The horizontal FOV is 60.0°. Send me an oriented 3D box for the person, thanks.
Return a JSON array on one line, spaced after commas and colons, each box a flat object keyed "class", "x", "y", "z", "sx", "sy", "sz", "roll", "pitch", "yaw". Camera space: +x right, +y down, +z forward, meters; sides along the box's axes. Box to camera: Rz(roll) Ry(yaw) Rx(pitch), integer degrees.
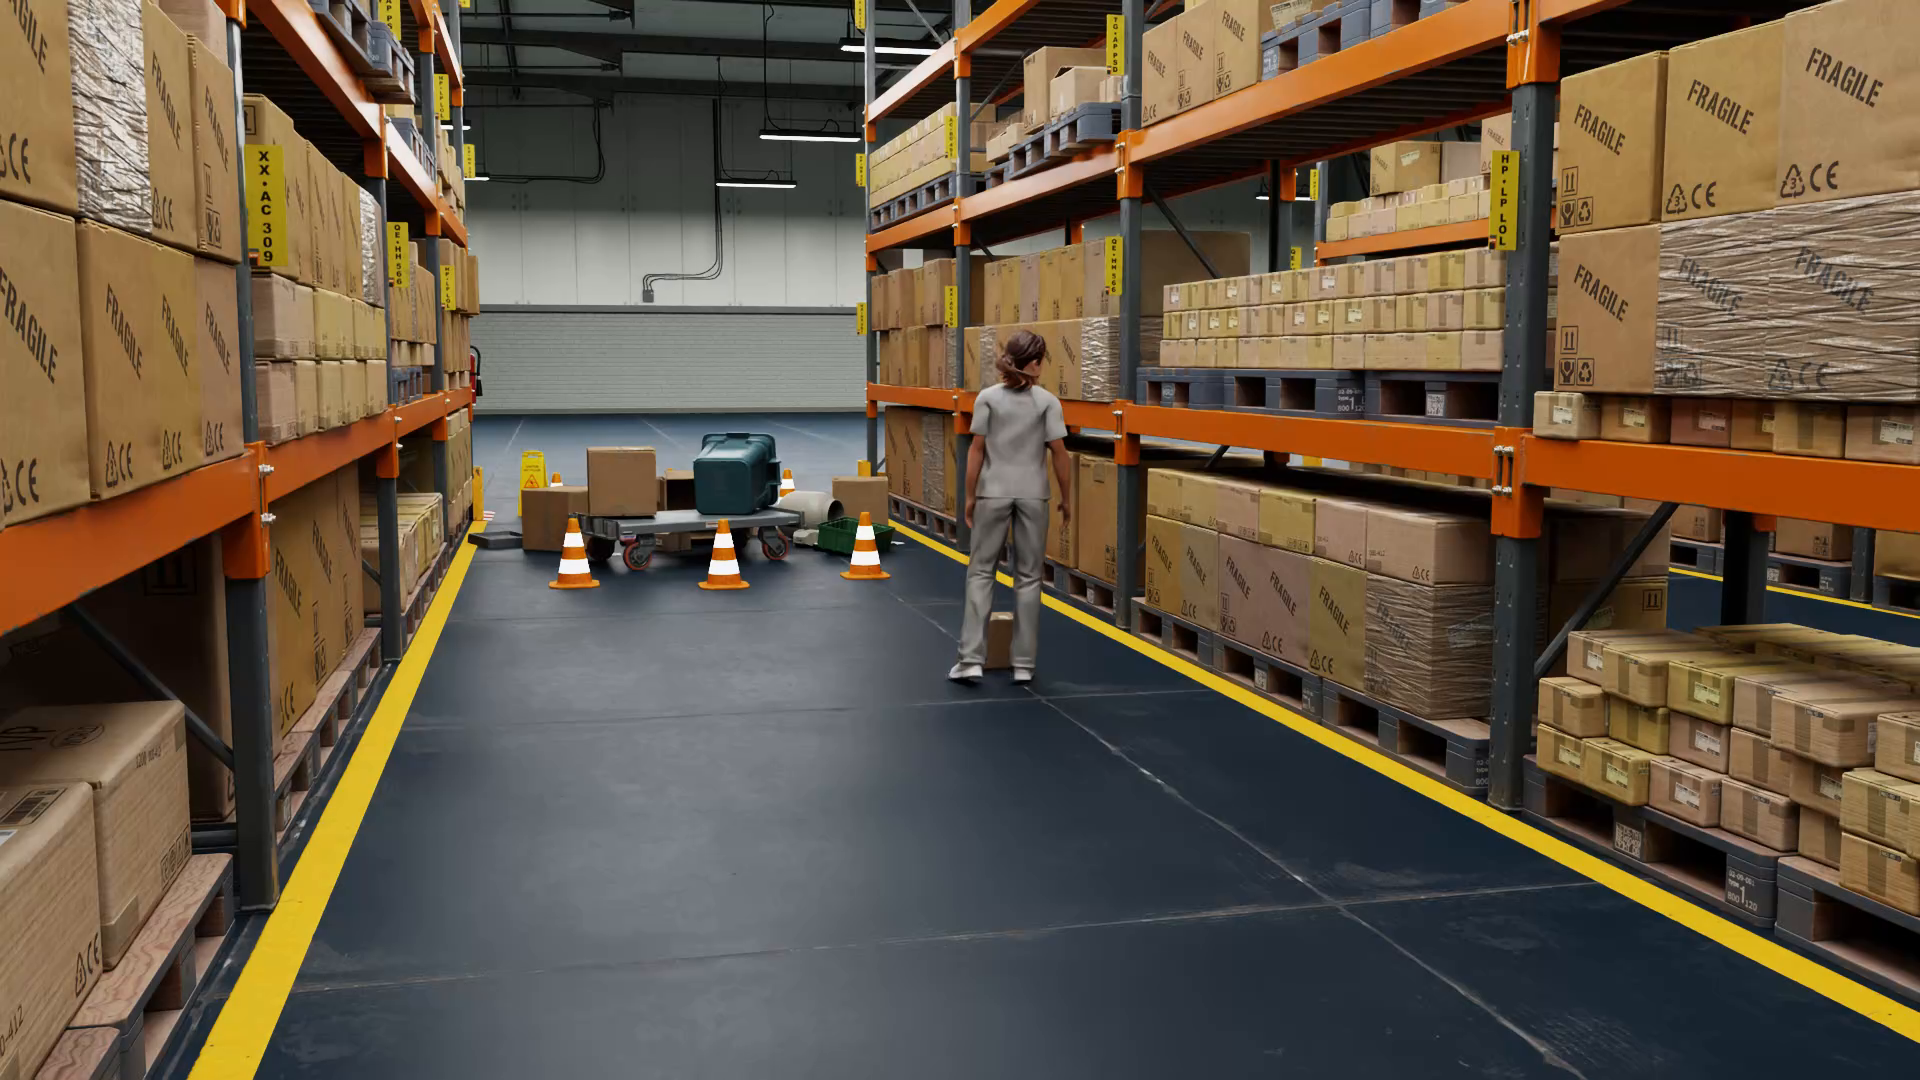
[{"class": "person", "x": 0.243, "y": -0.155, "z": 7.974, "sx": 0.584, "sy": 1.695, "sz": 0.399, "roll": 0, "pitch": 6, "yaw": 0}]
